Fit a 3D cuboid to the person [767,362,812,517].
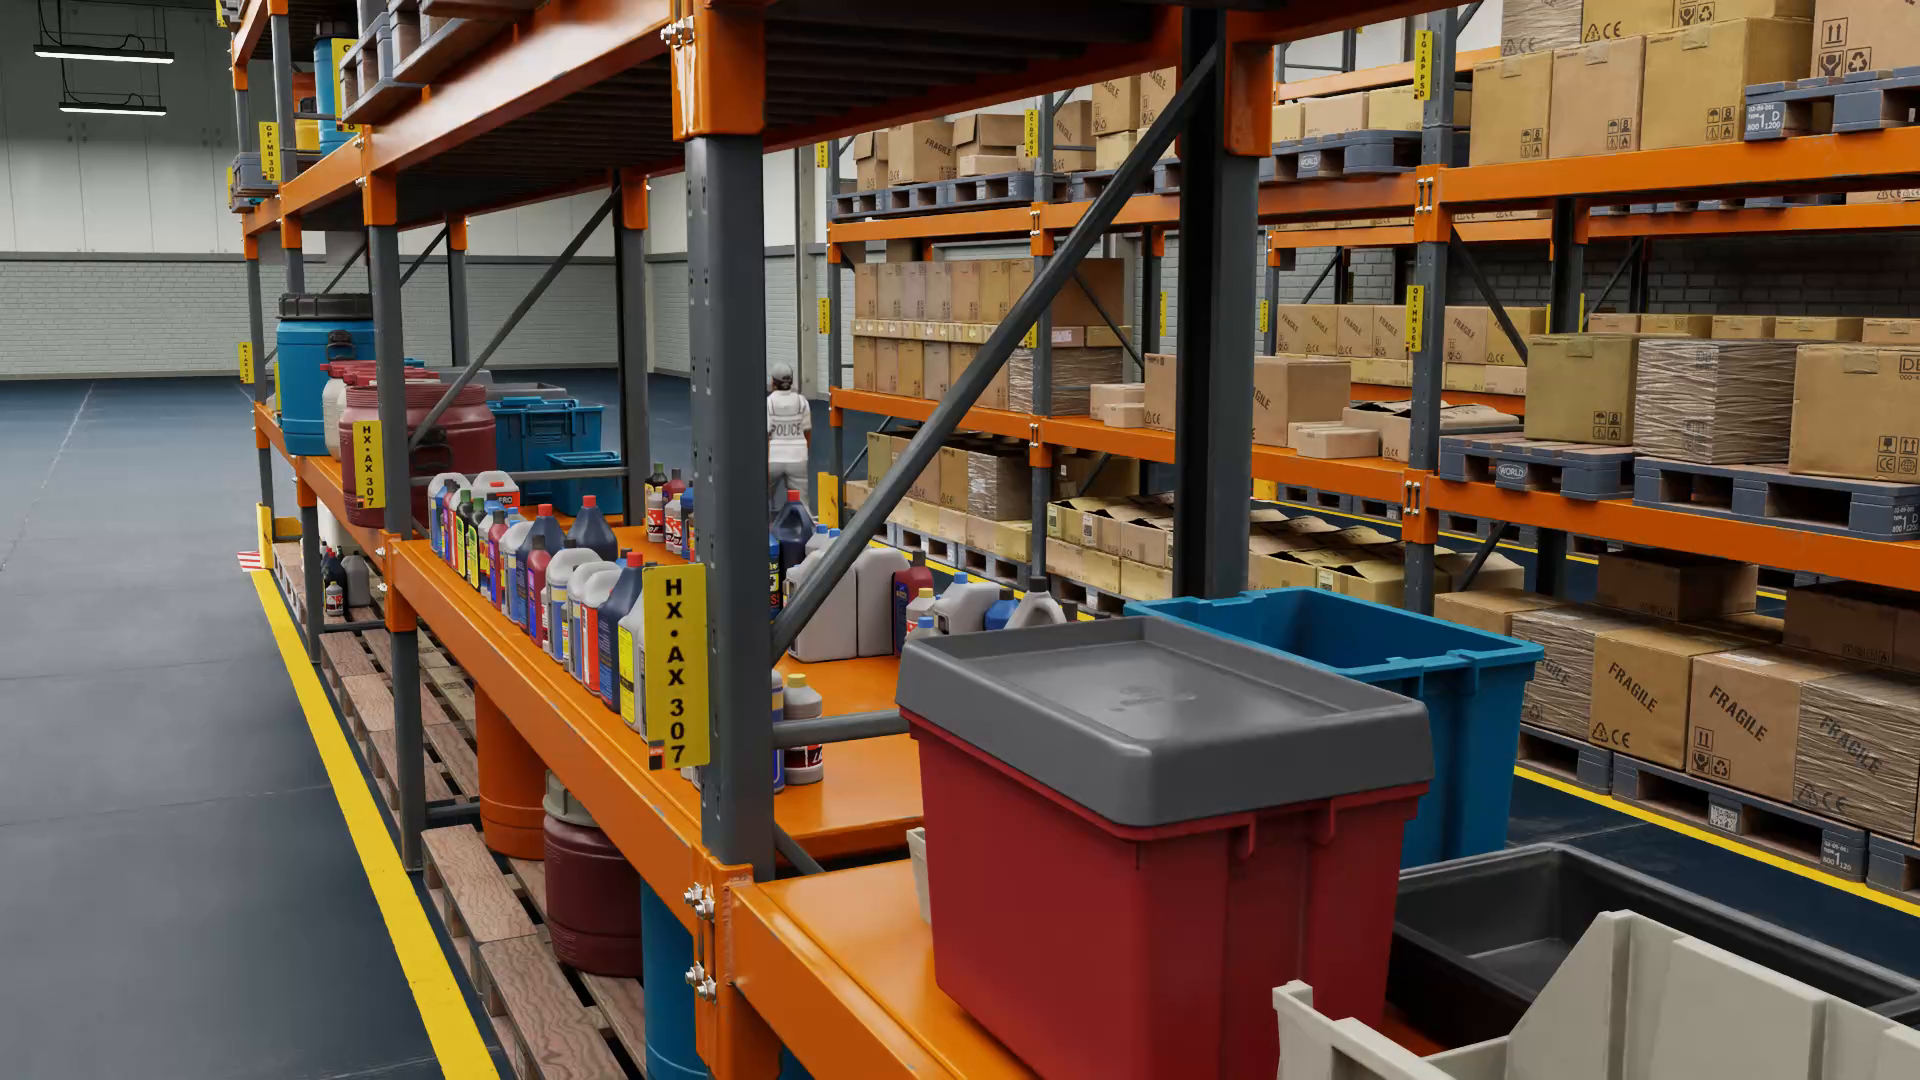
[{"bbox_3d":[-1.422,-0.614,13.363,0.484,1.620,0.930,-3,9,-19],"label":"person"}]
